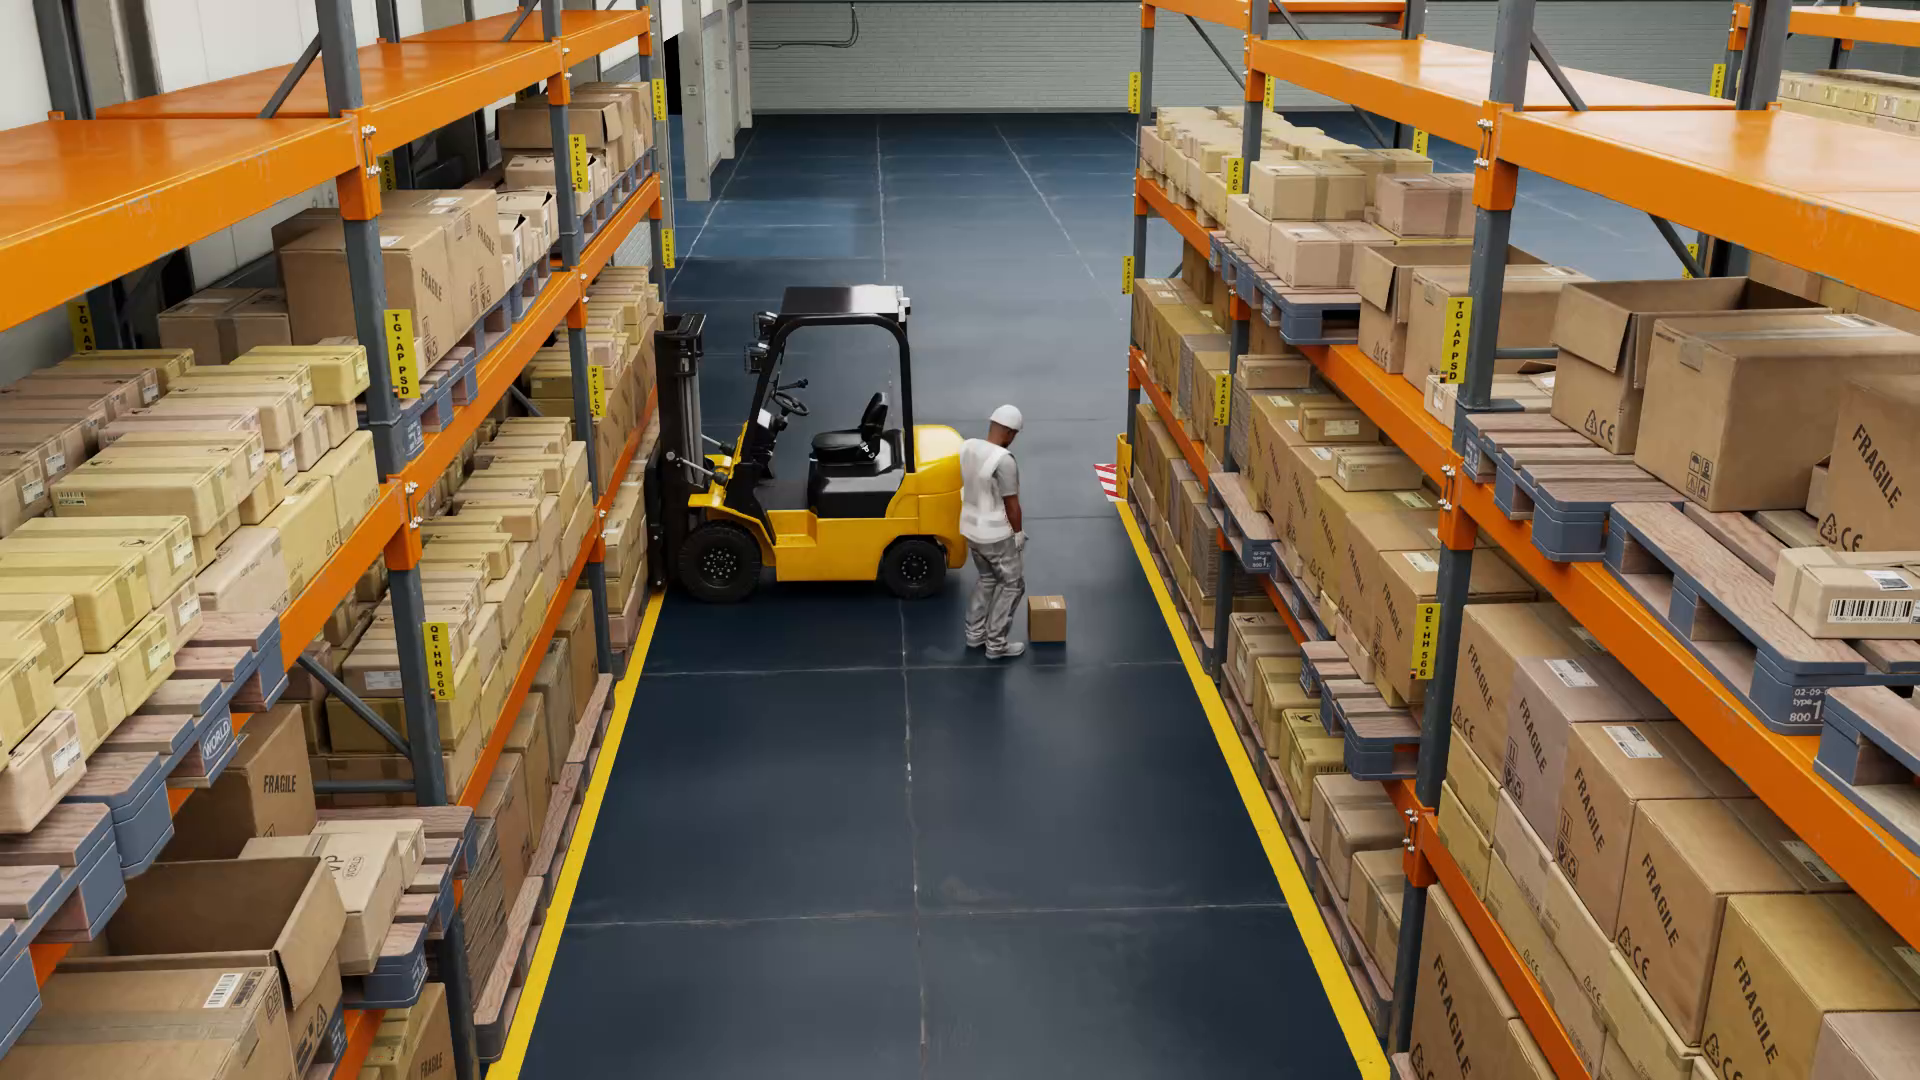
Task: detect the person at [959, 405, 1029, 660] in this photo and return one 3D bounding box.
[{"bbox_3d":[0.231,-0.067,11.306,0.458,1.732,0.573,-12,23,-29],"label":"person"}]
